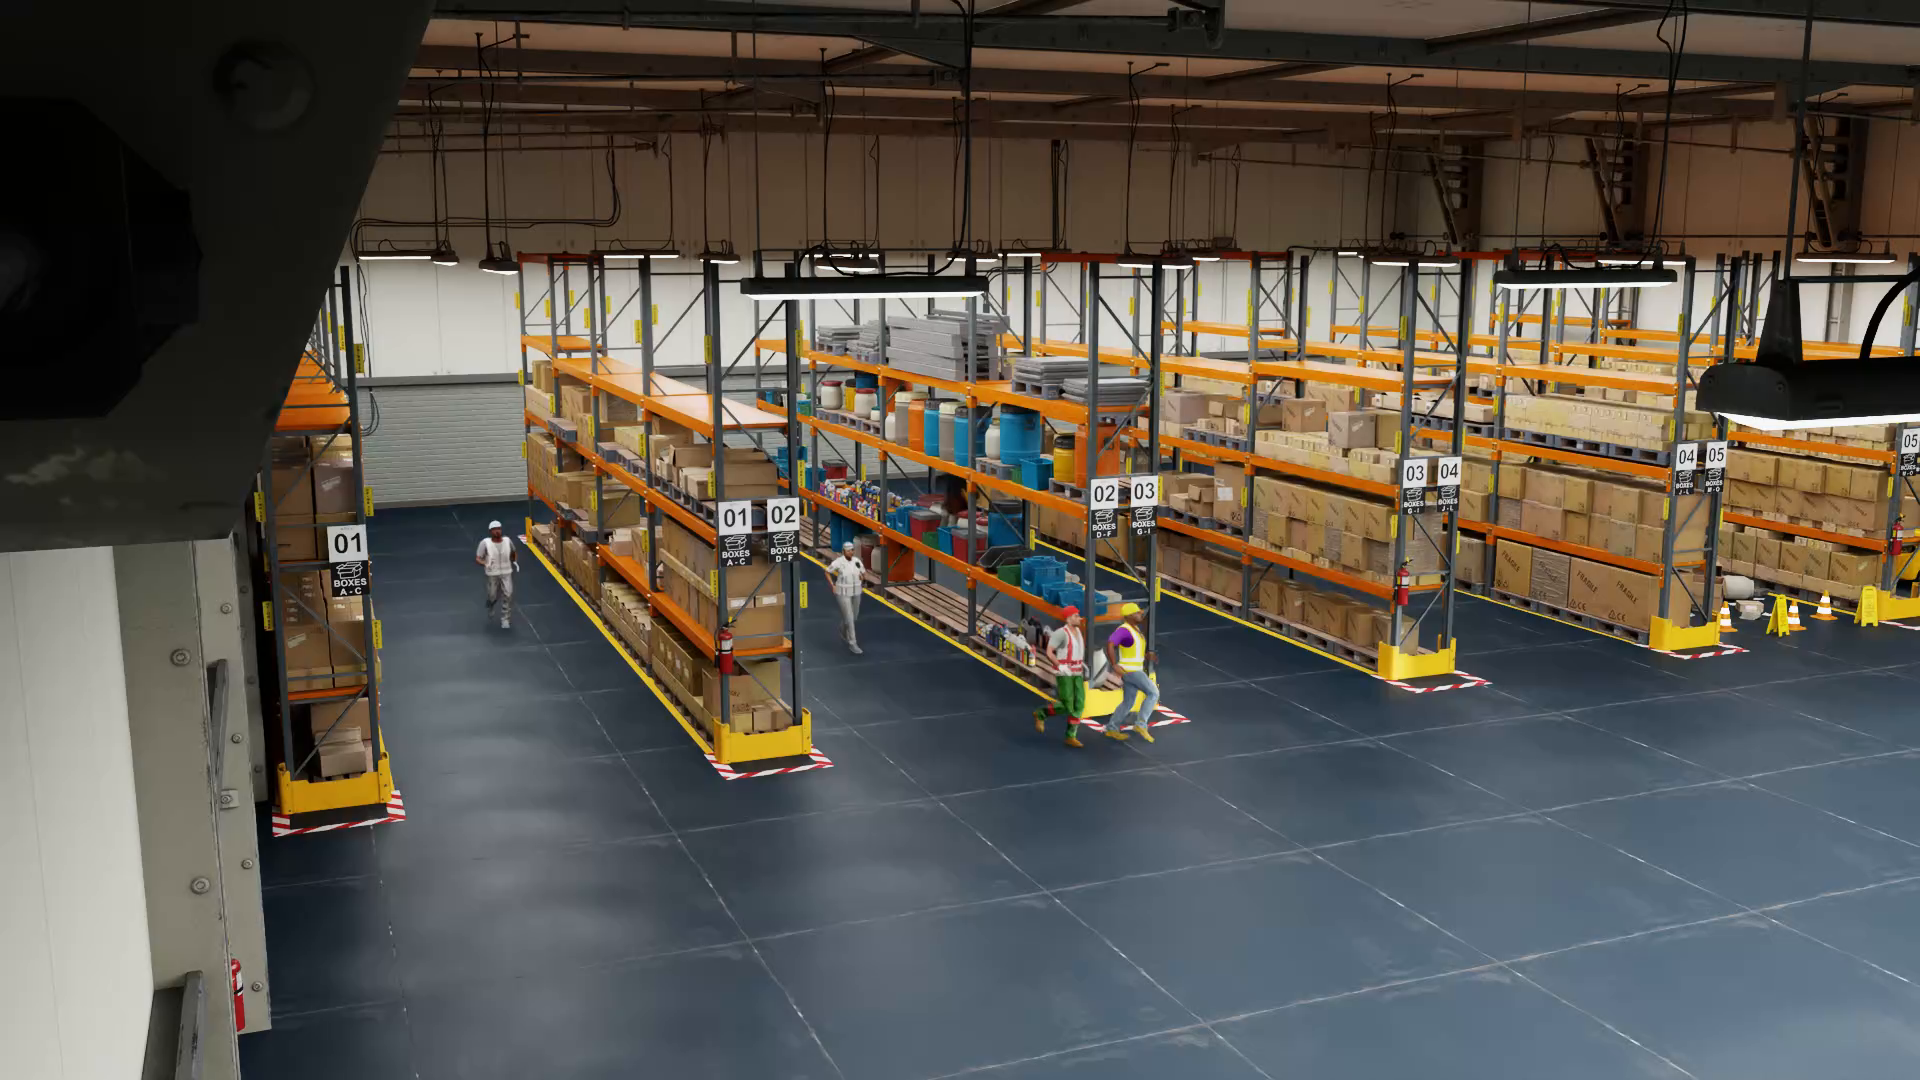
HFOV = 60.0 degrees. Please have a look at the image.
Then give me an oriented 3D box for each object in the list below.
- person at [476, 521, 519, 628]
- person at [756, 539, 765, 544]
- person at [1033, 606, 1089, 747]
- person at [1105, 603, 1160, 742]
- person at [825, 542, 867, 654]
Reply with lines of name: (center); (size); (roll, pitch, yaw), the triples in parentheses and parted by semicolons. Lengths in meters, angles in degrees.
person: (-7.531, 0.527, 27.157); (0.692, 1.687, 0.735); (-6, 12, -29)
person: (-3.748, 0.115, 29.983); (0.592, 1.600, 0.591); (-7, 12, -33)
person: (1.380, 1.686, 21.030); (0.780, 1.725, 0.713); (8, 13, 39)
person: (2.199, 1.658, 21.093); (0.686, 1.719, 0.713); (2, 10, 8)
person: (-1.721, 0.847, 25.689); (0.603, 1.662, 0.939); (-7, 12, -33)
